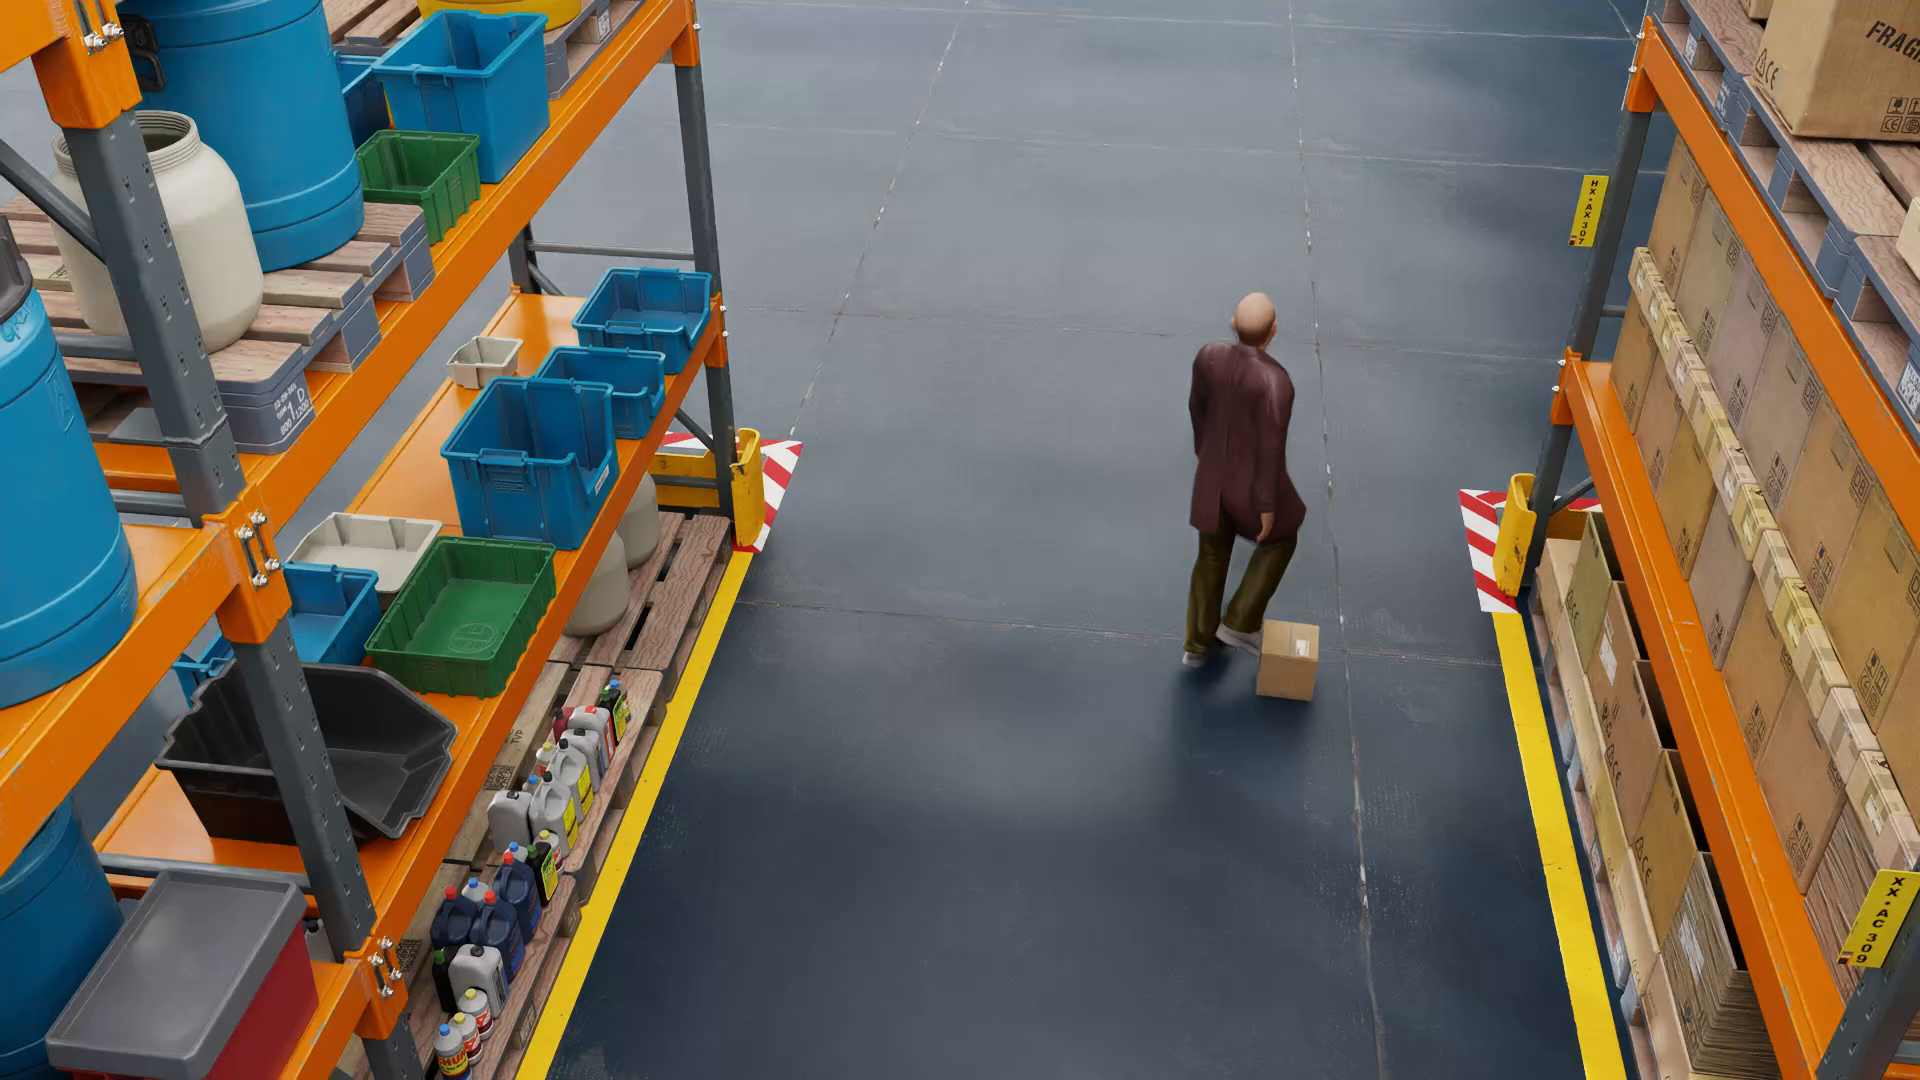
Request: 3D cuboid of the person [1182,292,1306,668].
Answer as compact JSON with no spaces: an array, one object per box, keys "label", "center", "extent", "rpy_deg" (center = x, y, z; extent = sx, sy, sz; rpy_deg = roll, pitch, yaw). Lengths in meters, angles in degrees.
[{"label":"person","center":[1.221,-0.247,7.356],"extent":[0.654,1.765,0.591],"rpy_deg":[29,45,34]}]
